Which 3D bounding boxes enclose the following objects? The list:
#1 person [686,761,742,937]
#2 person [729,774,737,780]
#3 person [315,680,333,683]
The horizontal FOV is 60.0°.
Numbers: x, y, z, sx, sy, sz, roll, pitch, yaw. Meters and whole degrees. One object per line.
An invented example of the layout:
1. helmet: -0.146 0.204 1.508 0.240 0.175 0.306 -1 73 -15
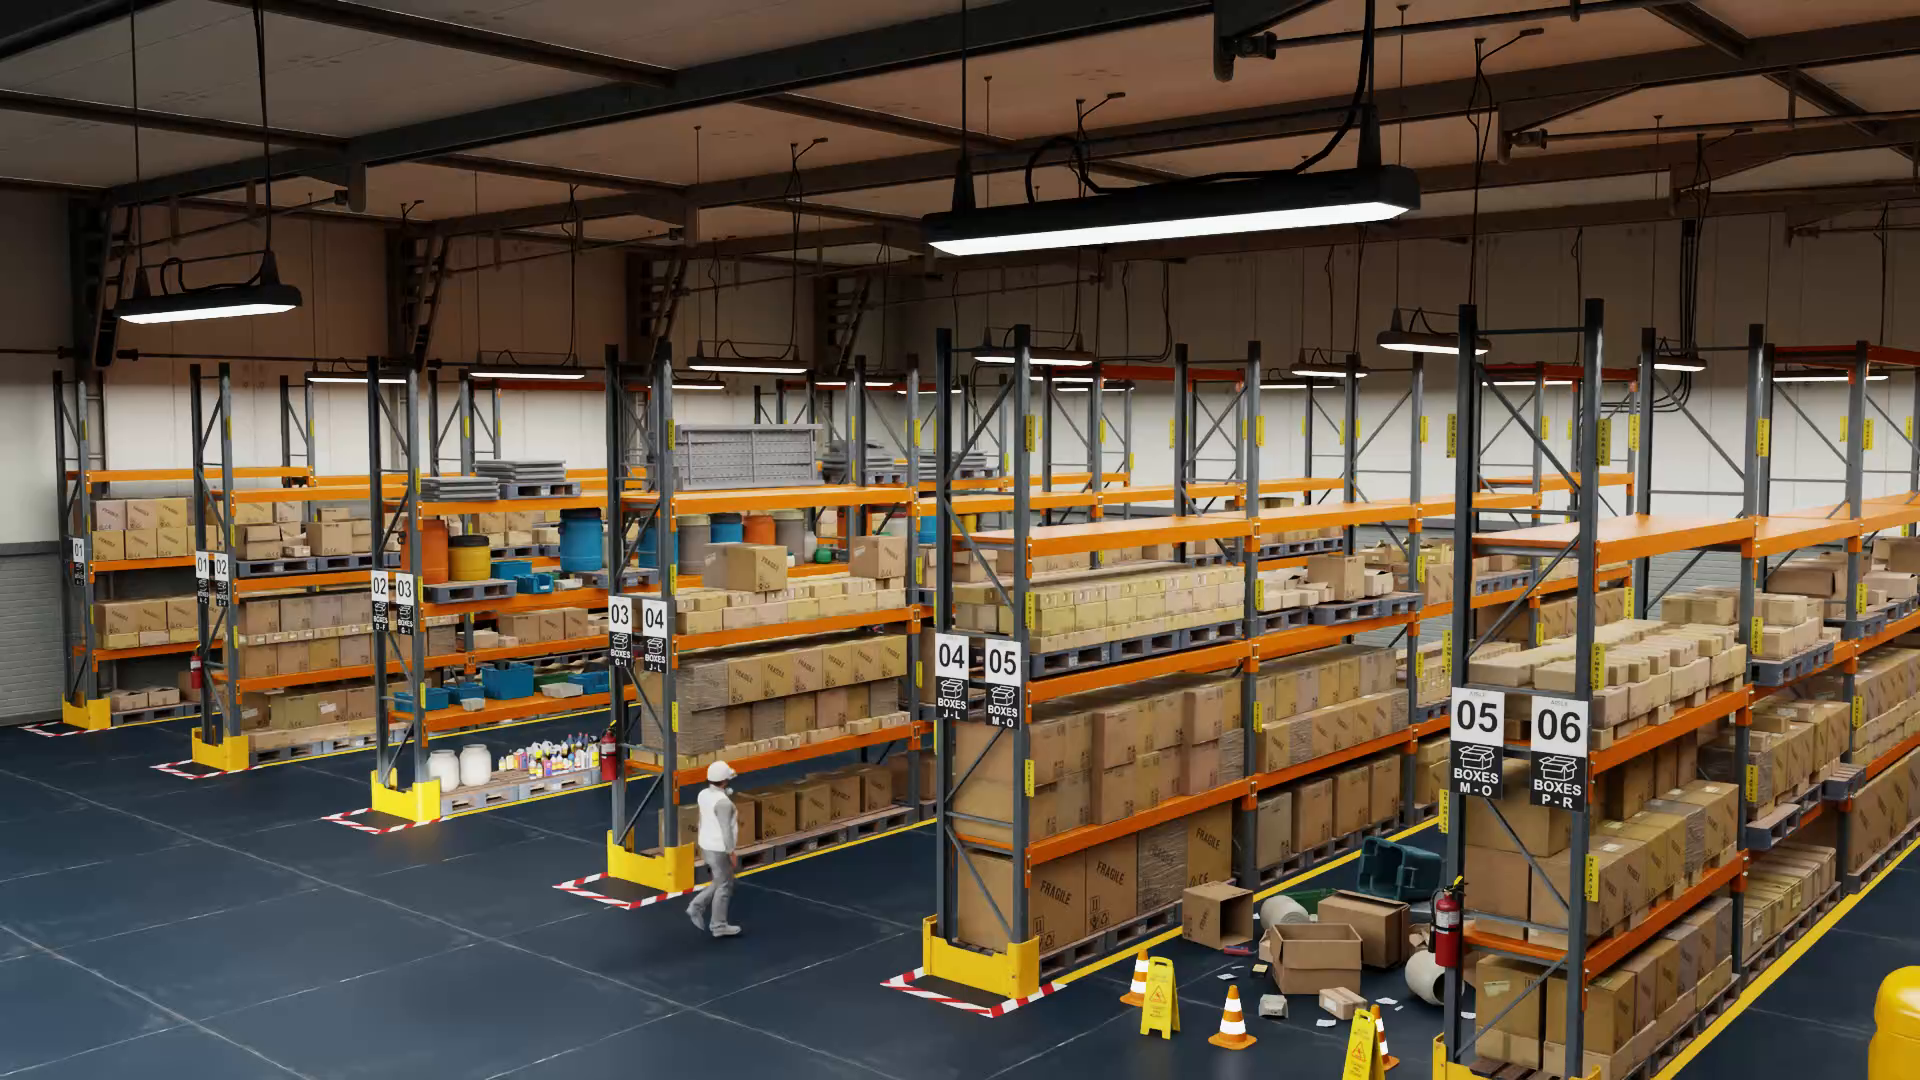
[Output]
1. person: -2.444 3.071 16.550 0.538 1.767 0.529 -2 4 -21
2. person: -3.419 2.566 23.916 0.458 1.797 0.655 2 5 24
3. person: -10.967 2.329 28.436 0.534 1.603 0.342 -2 5 -28
